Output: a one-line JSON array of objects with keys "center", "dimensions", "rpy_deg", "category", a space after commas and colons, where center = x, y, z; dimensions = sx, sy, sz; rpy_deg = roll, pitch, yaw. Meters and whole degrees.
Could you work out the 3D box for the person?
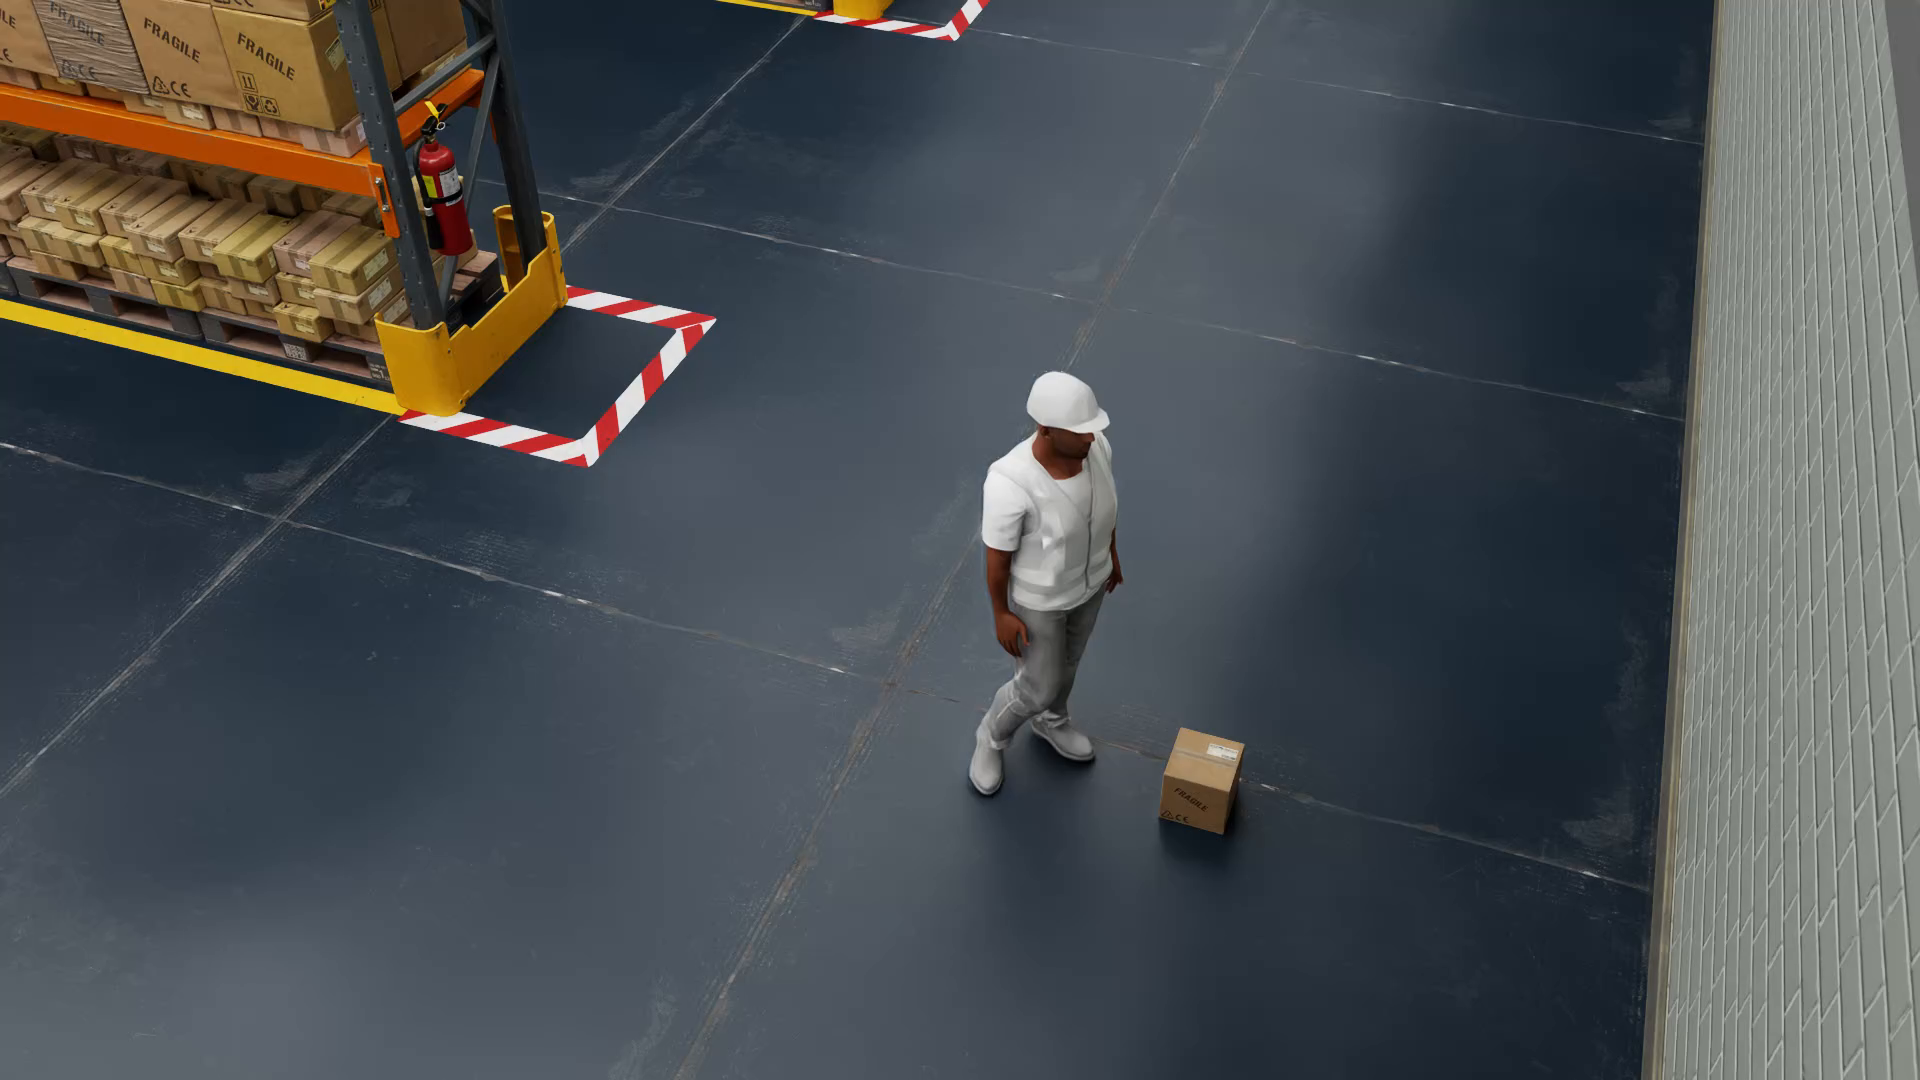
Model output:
[{"center": [0.313, 0.161, 5.946], "dimensions": [0.666, 1.762, 0.386], "rpy_deg": [-33, 51, -32], "category": "person"}]
